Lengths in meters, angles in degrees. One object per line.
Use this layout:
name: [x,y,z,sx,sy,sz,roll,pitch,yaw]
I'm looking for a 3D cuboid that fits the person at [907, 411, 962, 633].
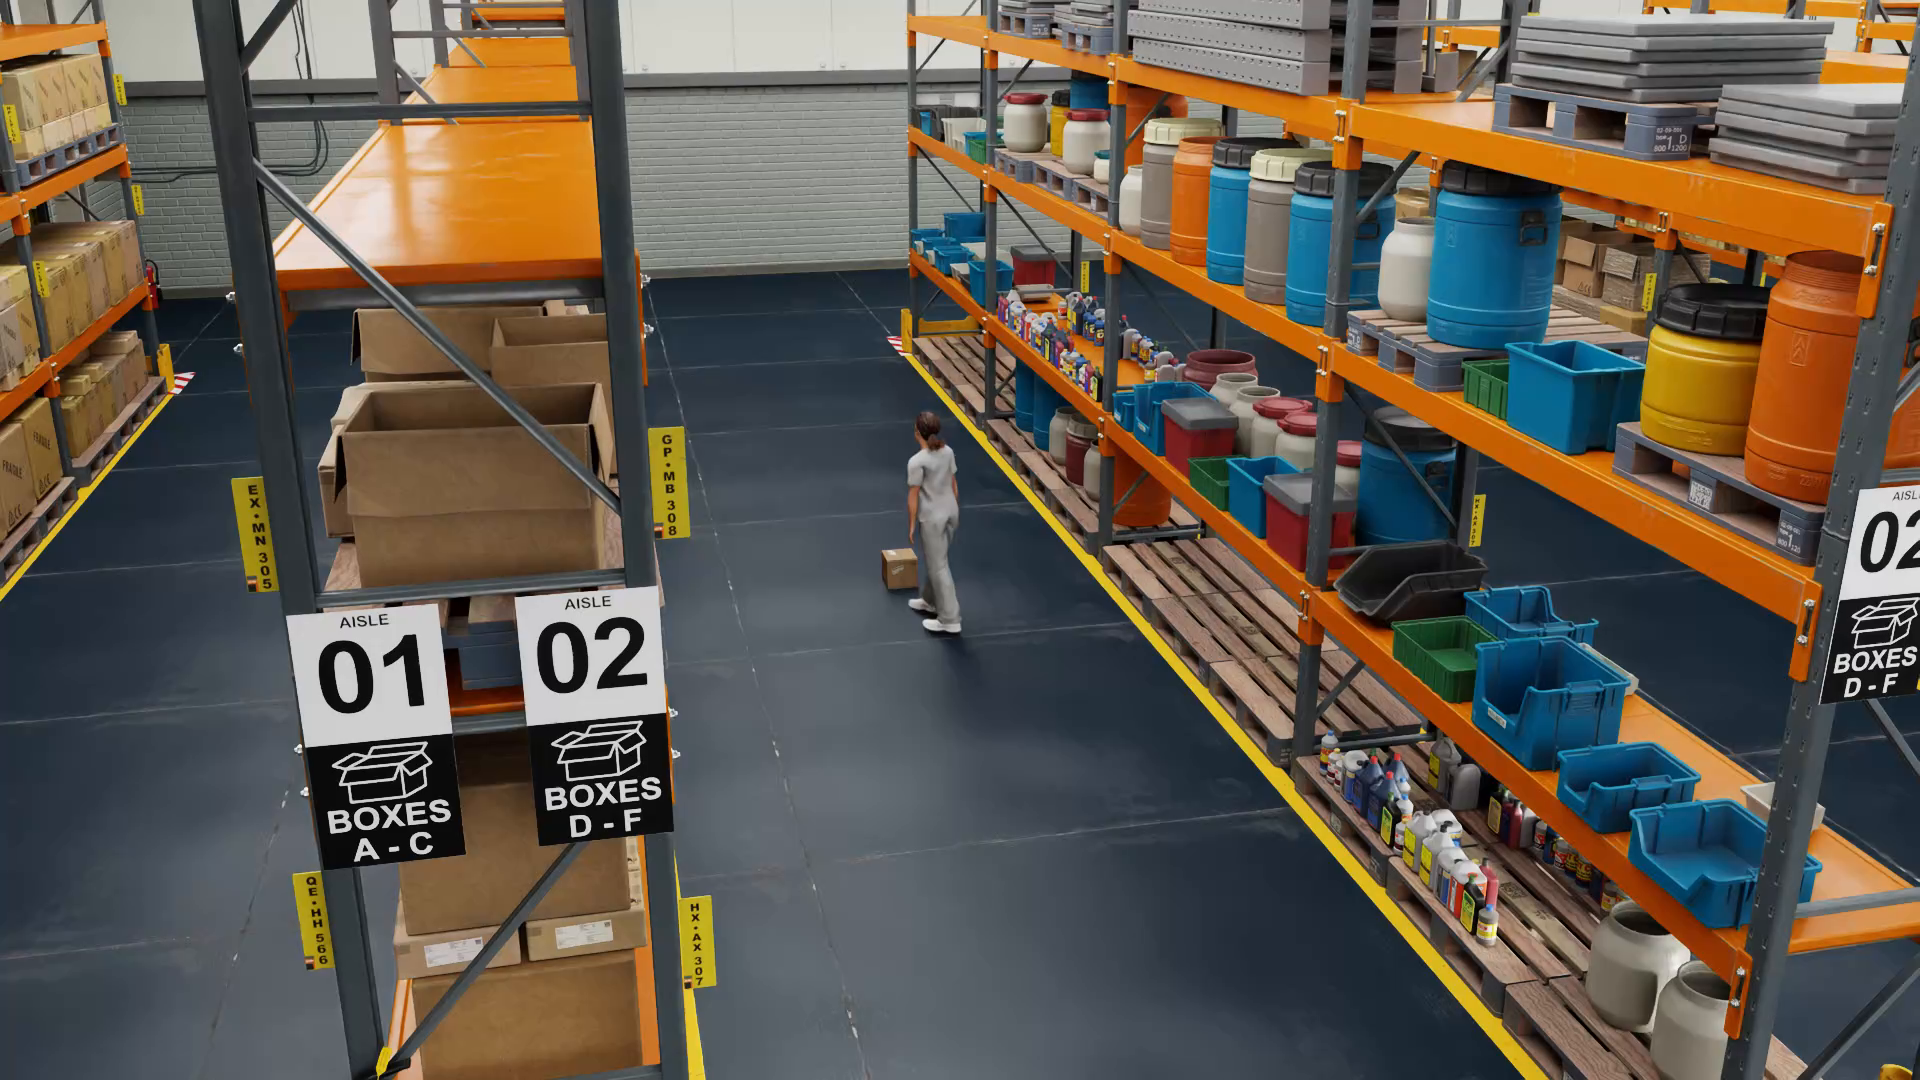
person: [-0.228,-0.158,12.484,0.703,1.660,0.468,17,26,40]
